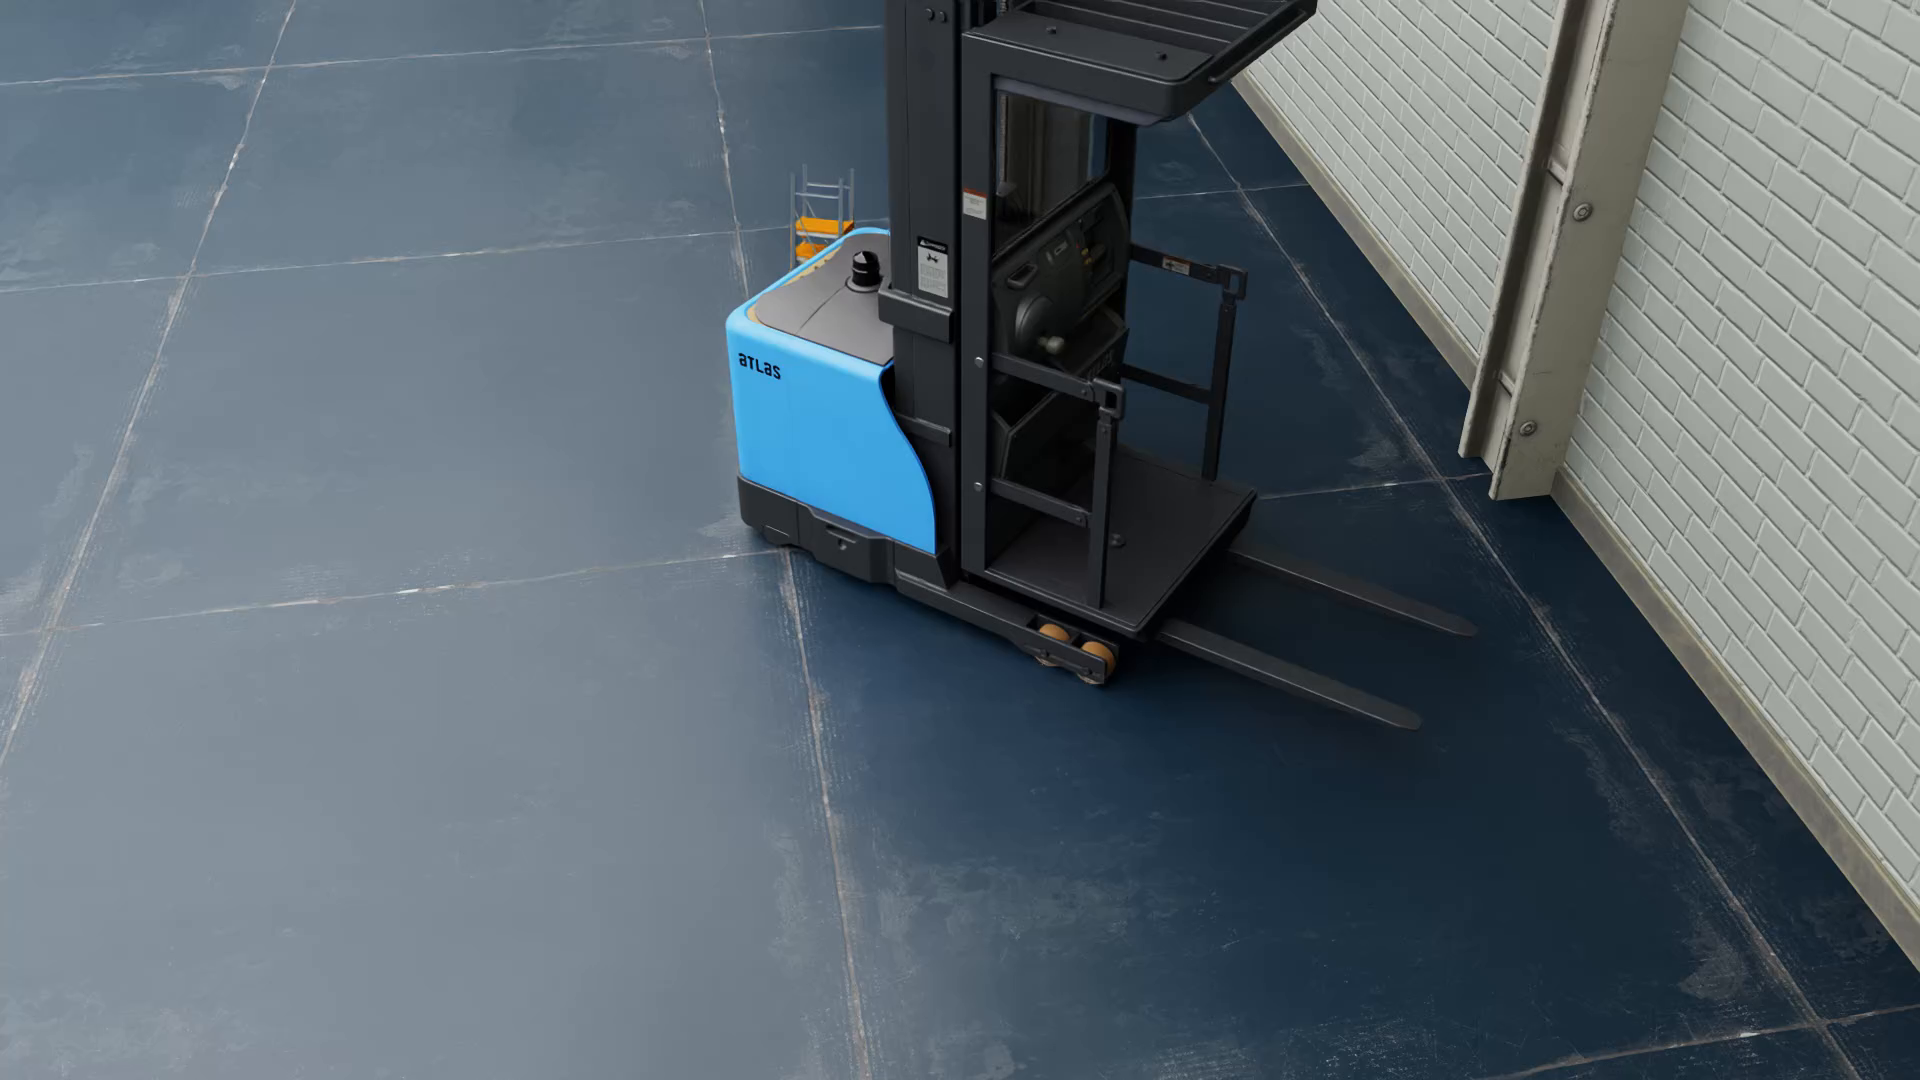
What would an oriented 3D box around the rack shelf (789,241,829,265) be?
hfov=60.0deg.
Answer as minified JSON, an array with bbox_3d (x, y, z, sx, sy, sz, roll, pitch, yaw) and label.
[{"bbox_3d":[-0.629,-1.280,7.596,0.258,0.103,0.180,7,26,9],"label":"rack shelf"}]

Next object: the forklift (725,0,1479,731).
[{"bbox_3d":[0.557,-0.966,6.104,3.031,2.935,1.130,21,43,25],"label":"forklift"}]

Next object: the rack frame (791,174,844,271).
[{"bbox_3d":[-0.655,-1.066,7.600,0.240,1.200,0.006,7,26,9],"label":"rack frame"}]

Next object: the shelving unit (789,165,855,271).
[{"bbox_3d":[-0.637,-1.104,7.681,0.258,1.200,0.189,7,26,9],"label":"shelving unit"}]

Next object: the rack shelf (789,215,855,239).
[{"bbox_3d":[-0.623,-1.388,7.543,0.258,0.103,0.180,7,26,9],"label":"rack shelf"}]

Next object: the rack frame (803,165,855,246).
[{"bbox_3d":[-0.618,-1.143,7.762,0.240,1.200,0.006,7,26,9],"label":"rack frame"}]

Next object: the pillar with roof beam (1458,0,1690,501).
[{"bbox_3d":[-1.723,-3.404,4.297,9.100,9.000,0.400,-6,38,-8],"label":"pillar with roof beam"}]
